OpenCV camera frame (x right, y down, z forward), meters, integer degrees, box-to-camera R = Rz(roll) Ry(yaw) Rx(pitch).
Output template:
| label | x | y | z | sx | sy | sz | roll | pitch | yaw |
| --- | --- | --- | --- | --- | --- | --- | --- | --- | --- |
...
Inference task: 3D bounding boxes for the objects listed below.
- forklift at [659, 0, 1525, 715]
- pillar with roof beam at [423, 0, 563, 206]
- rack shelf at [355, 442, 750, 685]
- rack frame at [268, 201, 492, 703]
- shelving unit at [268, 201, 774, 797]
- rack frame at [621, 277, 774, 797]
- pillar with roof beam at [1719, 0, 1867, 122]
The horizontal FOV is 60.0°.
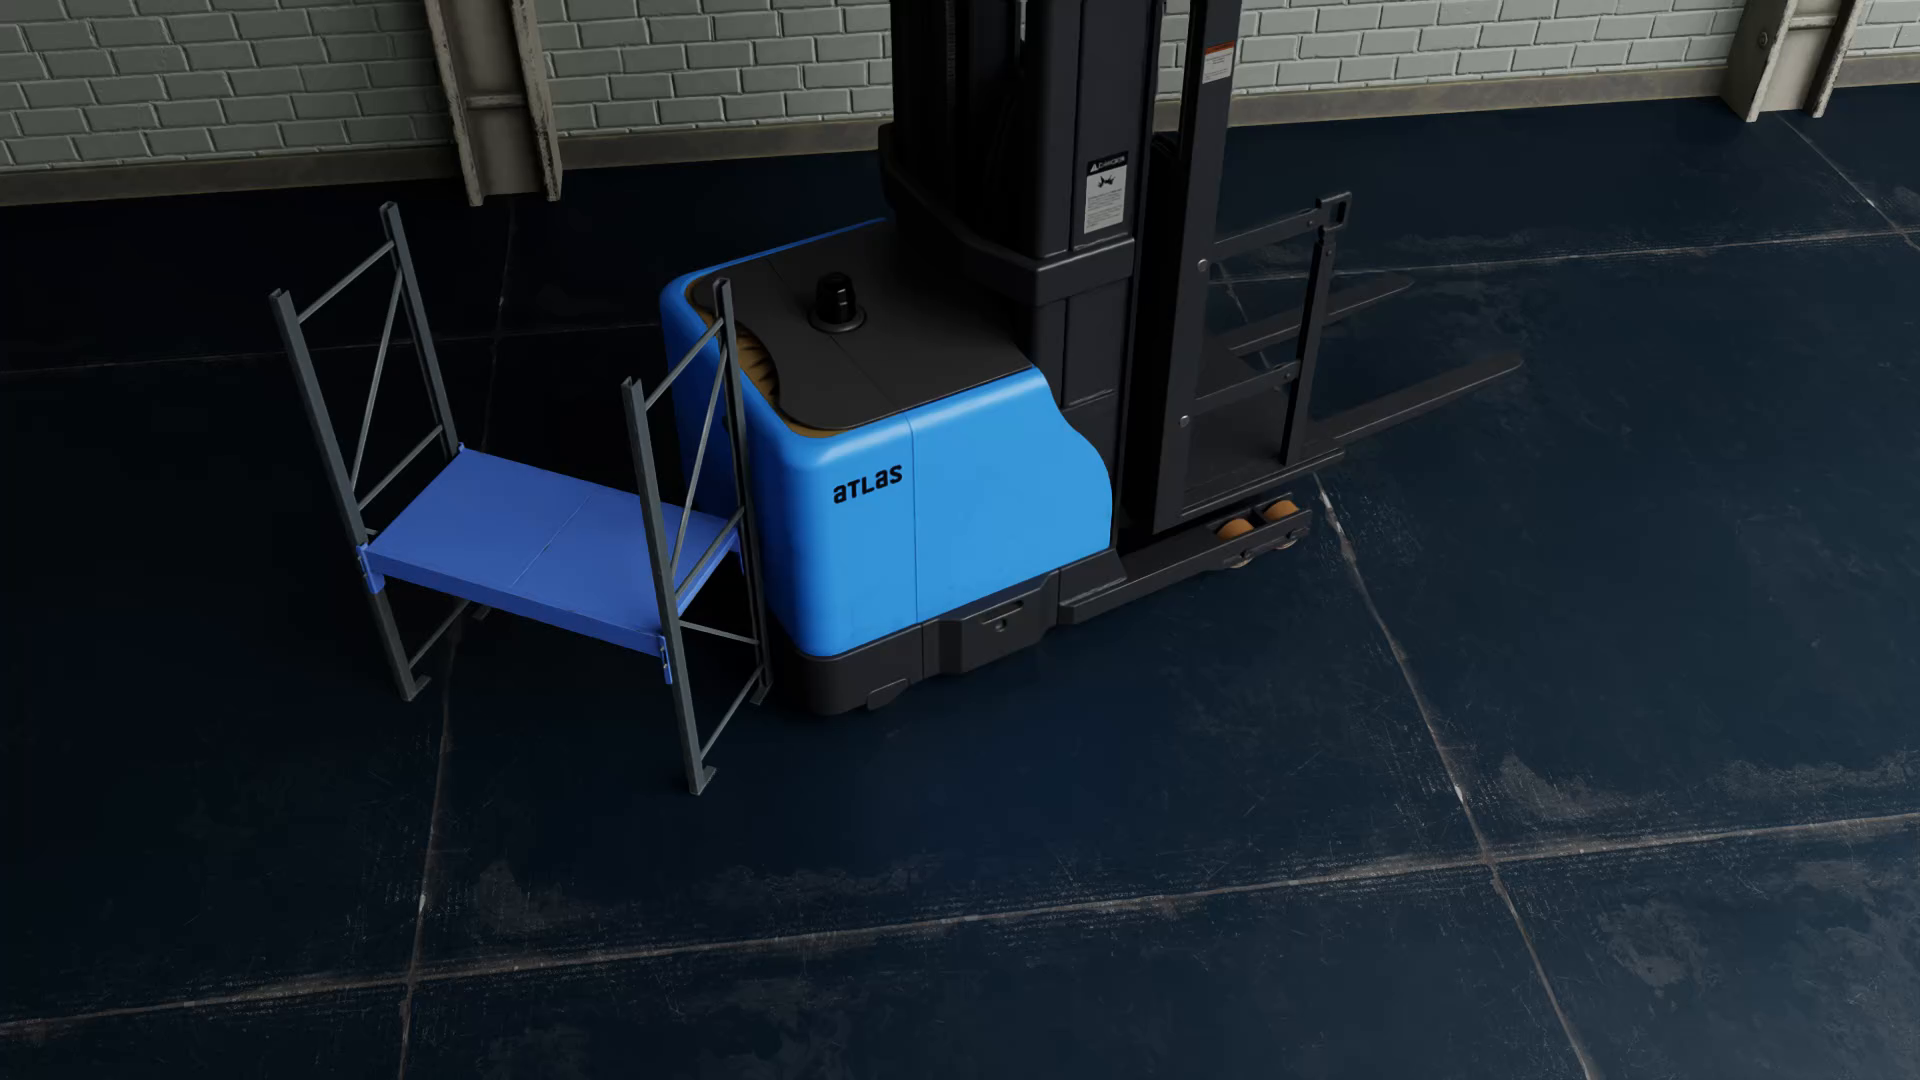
| label | x | y | z | sx | sy | sz | roll | pitch | yaw |
| --- | --- | --- | --- | --- | --- | --- | --- | --- | --- |
| forklift | 0.614 | -1.281 | 4.982 | 3.031 | 2.935 | 1.130 | -21 | 46 | -22 |
| pillar with roof beam | -1.449 | -2.086 | 1.344 | 0.400 | 9.000 | 9.100 | -5 | 42 | -6 |
| rack shelf | -1.166 | 0.050 | 4.844 | 1.000 | 0.185 | 0.538 | 15 | 44 | 16 |
| rack frame | -1.639 | -0.209 | 4.862 | 0.032 | 1.500 | 0.500 | 15 | 44 | 16 |
| shelving unit | -1.166 | -0.084 | 4.723 | 1.048 | 1.500 | 0.538 | 15 | 44 | 16 |
| rack frame | -0.694 | 0.041 | 4.584 | 0.032 | 1.500 | 0.500 | 15 | 44 | 16 |
| pillar with roof beam | 4.501 | -2.607 | 1.921 | 0.400 | 9.000 | 9.100 | -5 | 42 | -6 |
